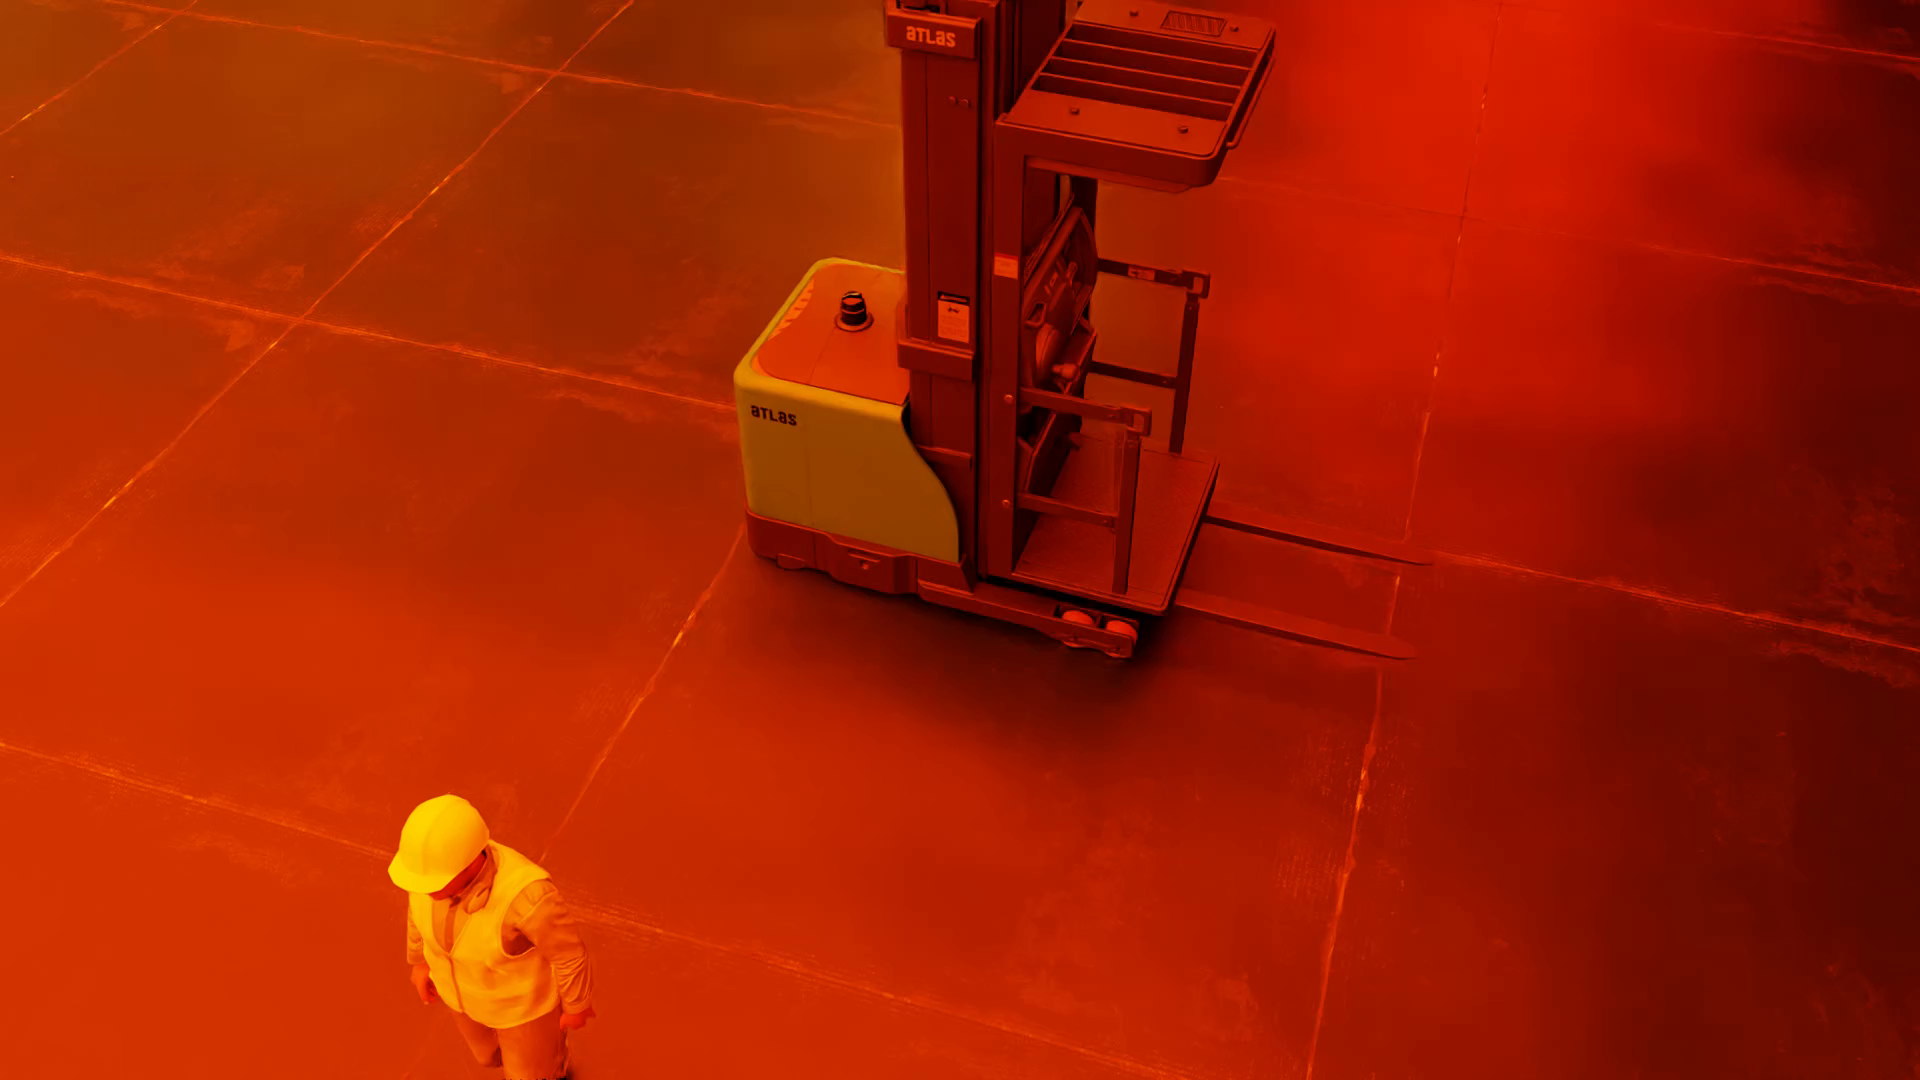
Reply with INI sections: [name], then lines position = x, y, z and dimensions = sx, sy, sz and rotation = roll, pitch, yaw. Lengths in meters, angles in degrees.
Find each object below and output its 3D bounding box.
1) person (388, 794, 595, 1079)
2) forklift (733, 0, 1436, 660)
[person]
position = -1.429, 1.392, 5.082
dimensions = 0.616, 1.800, 0.542
rotation = 20, 46, 20
[forklift]
position = 0.591, -0.967, 6.728
dimensions = 3.031, 2.935, 1.130
rotation = 13, 45, 14
